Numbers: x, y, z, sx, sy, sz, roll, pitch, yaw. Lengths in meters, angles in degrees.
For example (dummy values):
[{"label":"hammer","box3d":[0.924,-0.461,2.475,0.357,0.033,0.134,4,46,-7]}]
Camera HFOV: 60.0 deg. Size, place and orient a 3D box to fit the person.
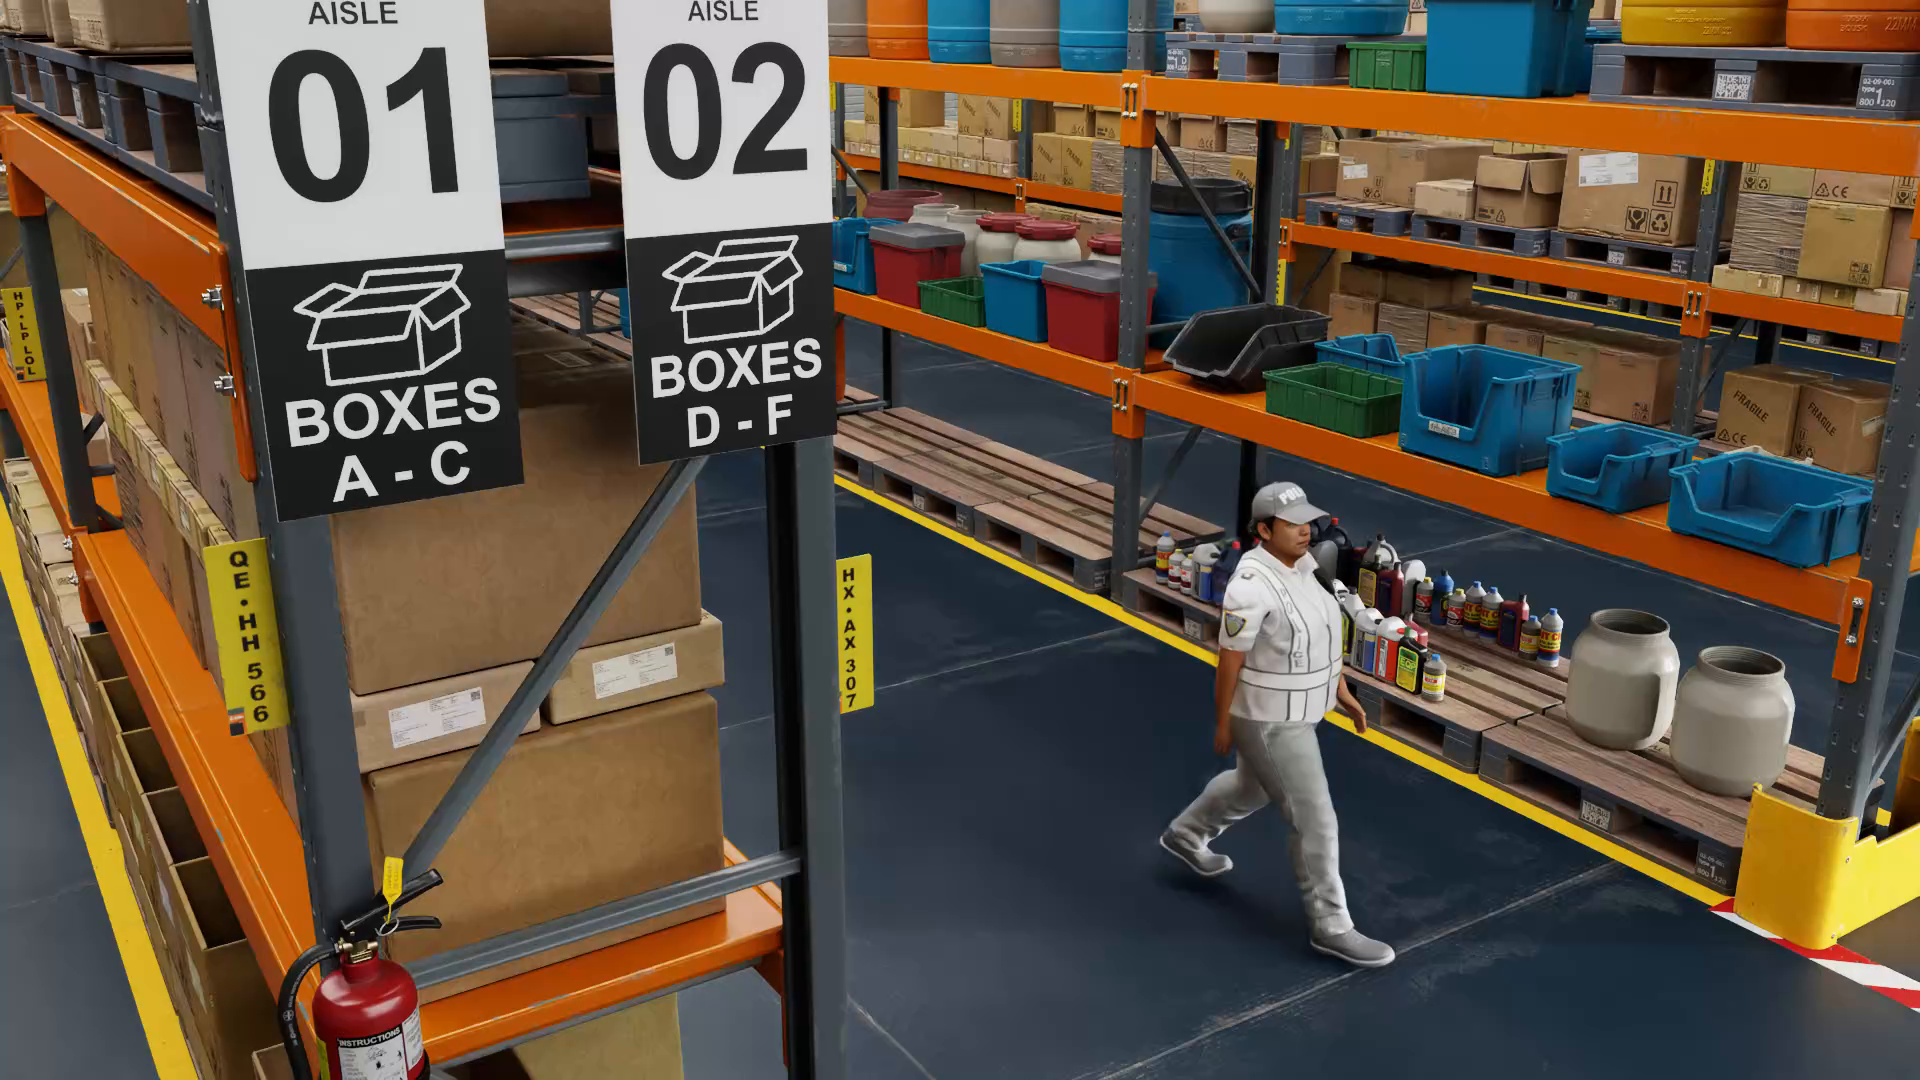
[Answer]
[{"label":"person","box3d":[1.135,0.579,5.782,0.999,1.610,0.478,12,22,33]}]
